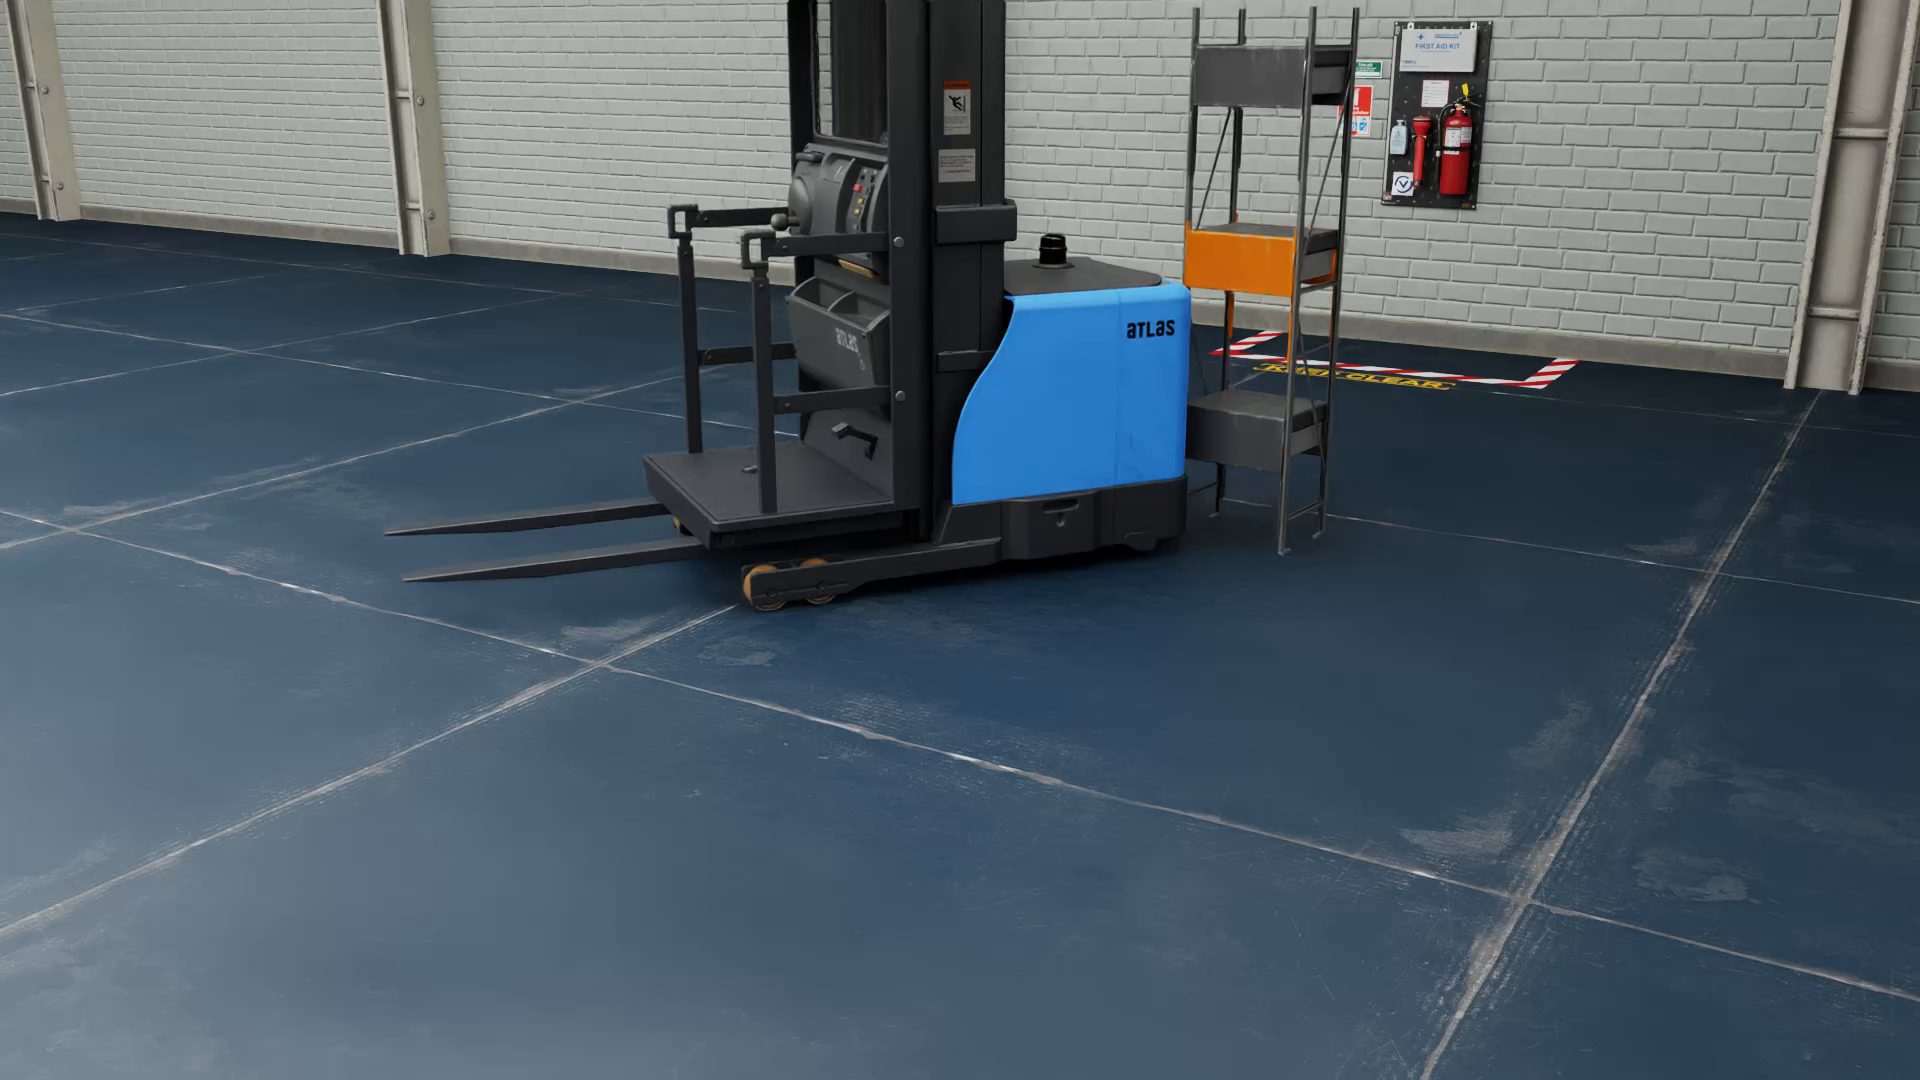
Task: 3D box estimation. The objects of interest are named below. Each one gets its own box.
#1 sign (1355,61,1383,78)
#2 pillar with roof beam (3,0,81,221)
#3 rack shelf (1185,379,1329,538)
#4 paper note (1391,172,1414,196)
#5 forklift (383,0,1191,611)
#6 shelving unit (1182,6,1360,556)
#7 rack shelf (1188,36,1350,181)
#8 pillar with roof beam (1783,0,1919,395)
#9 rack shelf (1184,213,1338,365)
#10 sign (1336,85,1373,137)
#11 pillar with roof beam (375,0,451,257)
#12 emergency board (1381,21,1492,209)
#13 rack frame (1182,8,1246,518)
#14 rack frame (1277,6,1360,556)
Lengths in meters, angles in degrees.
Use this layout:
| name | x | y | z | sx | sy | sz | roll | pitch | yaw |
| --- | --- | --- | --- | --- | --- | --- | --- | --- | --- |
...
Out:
| name | x | y | z | sx | sy | sz | roll | pitch | yaw |
| --- | --- | --- | --- | --- | --- | --- | --- | --- | --- |
| sign | 2.623 | -3.107 | 10.975 | 0.331 | 0.109 | 0.001 | 10 | 20 | 30 |
| pillar with roof beam | -12.464 | -6.886 | 14.069 | 0.400 | 9.000 | 9.100 | 10 | 20 | 30 |
| rack shelf | 1.209 | -0.347 | 6.865 | 0.480 | 0.518 | 0.431 | 13 | 21 | 36 |
| paper note | 2.926 | -2.352 | 10.979 | 0.142 | 0.148 | 0.016 | 10 | 20 | 30 |
| forklift | -0.647 | -1.318 | 6.176 | 3.031 | 2.935 | 1.130 | -7 | 18 | -23 |
| shelving unit | 1.209 | -1.030 | 6.658 | 0.503 | 2.100 | 0.431 | 13 | 21 | 36 |
| rack shelf | 1.209 | -1.686 | 6.459 | 0.480 | 0.518 | 0.431 | 13 | 21 | 36 |
| pillar with roof beam | 2.874 | -4.148 | 5.056 | 0.400 | 9.000 | 9.100 | 10 | 20 | 30 |
| rack shelf | 1.209 | -1.017 | 6.662 | 0.480 | 0.518 | 0.431 | 13 | 21 | 36 |
| sign | 2.624 | -2.856 | 11.062 | 0.234 | 0.329 | 0.001 | 10 | 20 | 30 |
| pillar with roof beam | -7.351 | -5.974 | 11.065 | 0.400 | 9.000 | 9.100 | 10 | 20 | 30 |
| emergency board | 3.041 | -2.730 | 10.706 | 0.643 | 1.169 | 0.194 | 10 | 20 | 30 |
| rack frame | 1.016 | -1.073 | 6.800 | 0.015 | 2.100 | 0.400 | 13 | 21 | 36 |
| rack frame | 1.402 | -0.986 | 6.516 | 0.015 | 2.100 | 0.400 | 13 | 21 | 36 |
